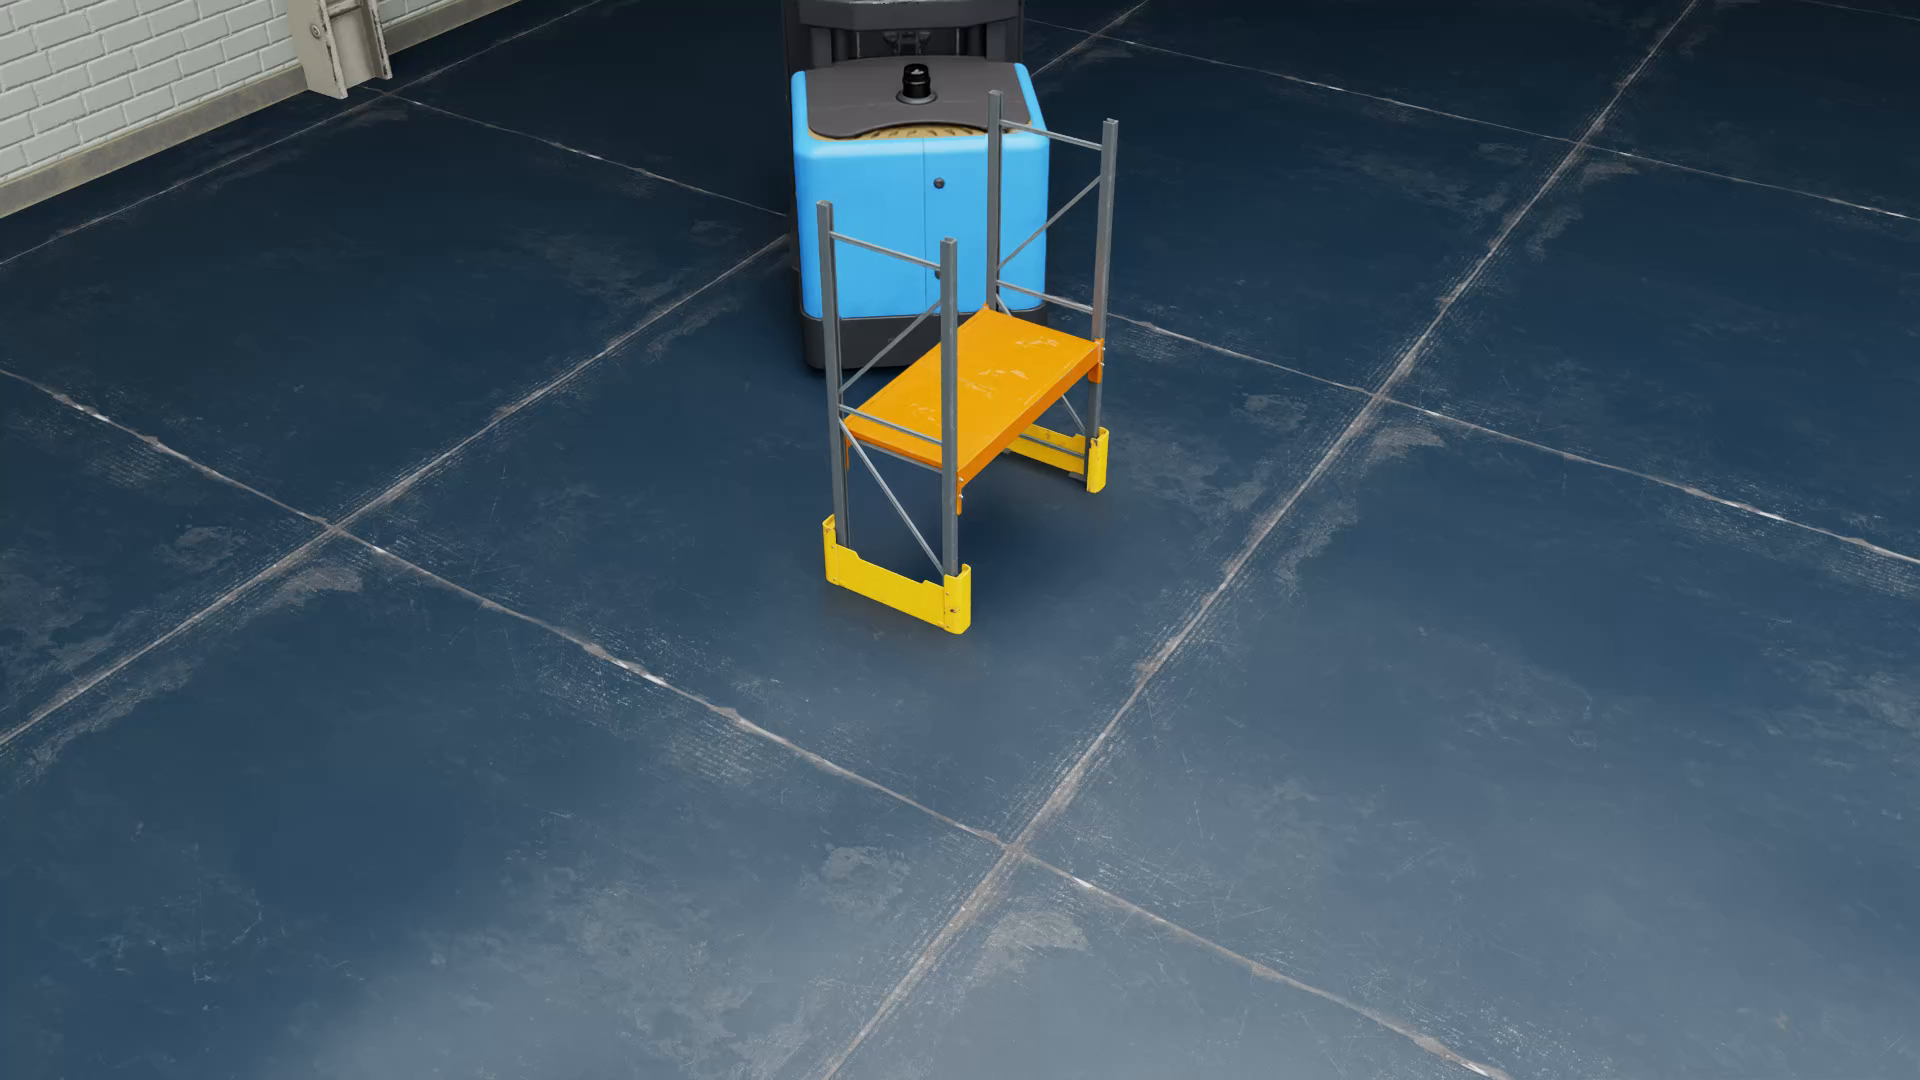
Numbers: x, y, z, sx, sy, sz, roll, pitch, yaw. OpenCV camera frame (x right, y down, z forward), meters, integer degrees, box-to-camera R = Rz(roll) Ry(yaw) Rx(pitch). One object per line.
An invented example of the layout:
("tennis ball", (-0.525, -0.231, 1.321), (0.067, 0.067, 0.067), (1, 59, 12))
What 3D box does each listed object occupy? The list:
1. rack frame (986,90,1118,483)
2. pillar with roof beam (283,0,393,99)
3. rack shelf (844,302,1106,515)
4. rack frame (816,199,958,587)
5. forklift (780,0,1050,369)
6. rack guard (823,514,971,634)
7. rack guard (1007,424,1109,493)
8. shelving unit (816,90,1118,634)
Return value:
("rack frame", (0.318, -0.900, 6.189), (0.500, 1.500, 0.032), (21, 42, 25))
("pillar with roof beam", (0.065, -4.832, 5.147), (9.100, 9.000, 0.400), (21, 42, 25))
("rack shelf", (0.046, -0.496, 5.959), (0.538, 0.185, 1.000), (21, 42, 25))
("rack frame", (-0.227, -0.376, 5.509), (0.500, 1.500, 0.032), (21, 42, 25))
("forklift", (-0.282, -2.773, 7.446), (1.130, 2.935, 3.031), (-3, 38, -4))
("rack guard", (-0.226, 0.118, 5.892), (0.587, 0.250, 0.087), (21, 42, 25))
("rack guard", (0.308, -0.395, 6.558), (0.587, 0.250, 0.087), (21, 42, 25))
("shelving unit", (0.041, -0.633, 5.843), (0.587, 1.500, 1.083), (21, 42, 25))
